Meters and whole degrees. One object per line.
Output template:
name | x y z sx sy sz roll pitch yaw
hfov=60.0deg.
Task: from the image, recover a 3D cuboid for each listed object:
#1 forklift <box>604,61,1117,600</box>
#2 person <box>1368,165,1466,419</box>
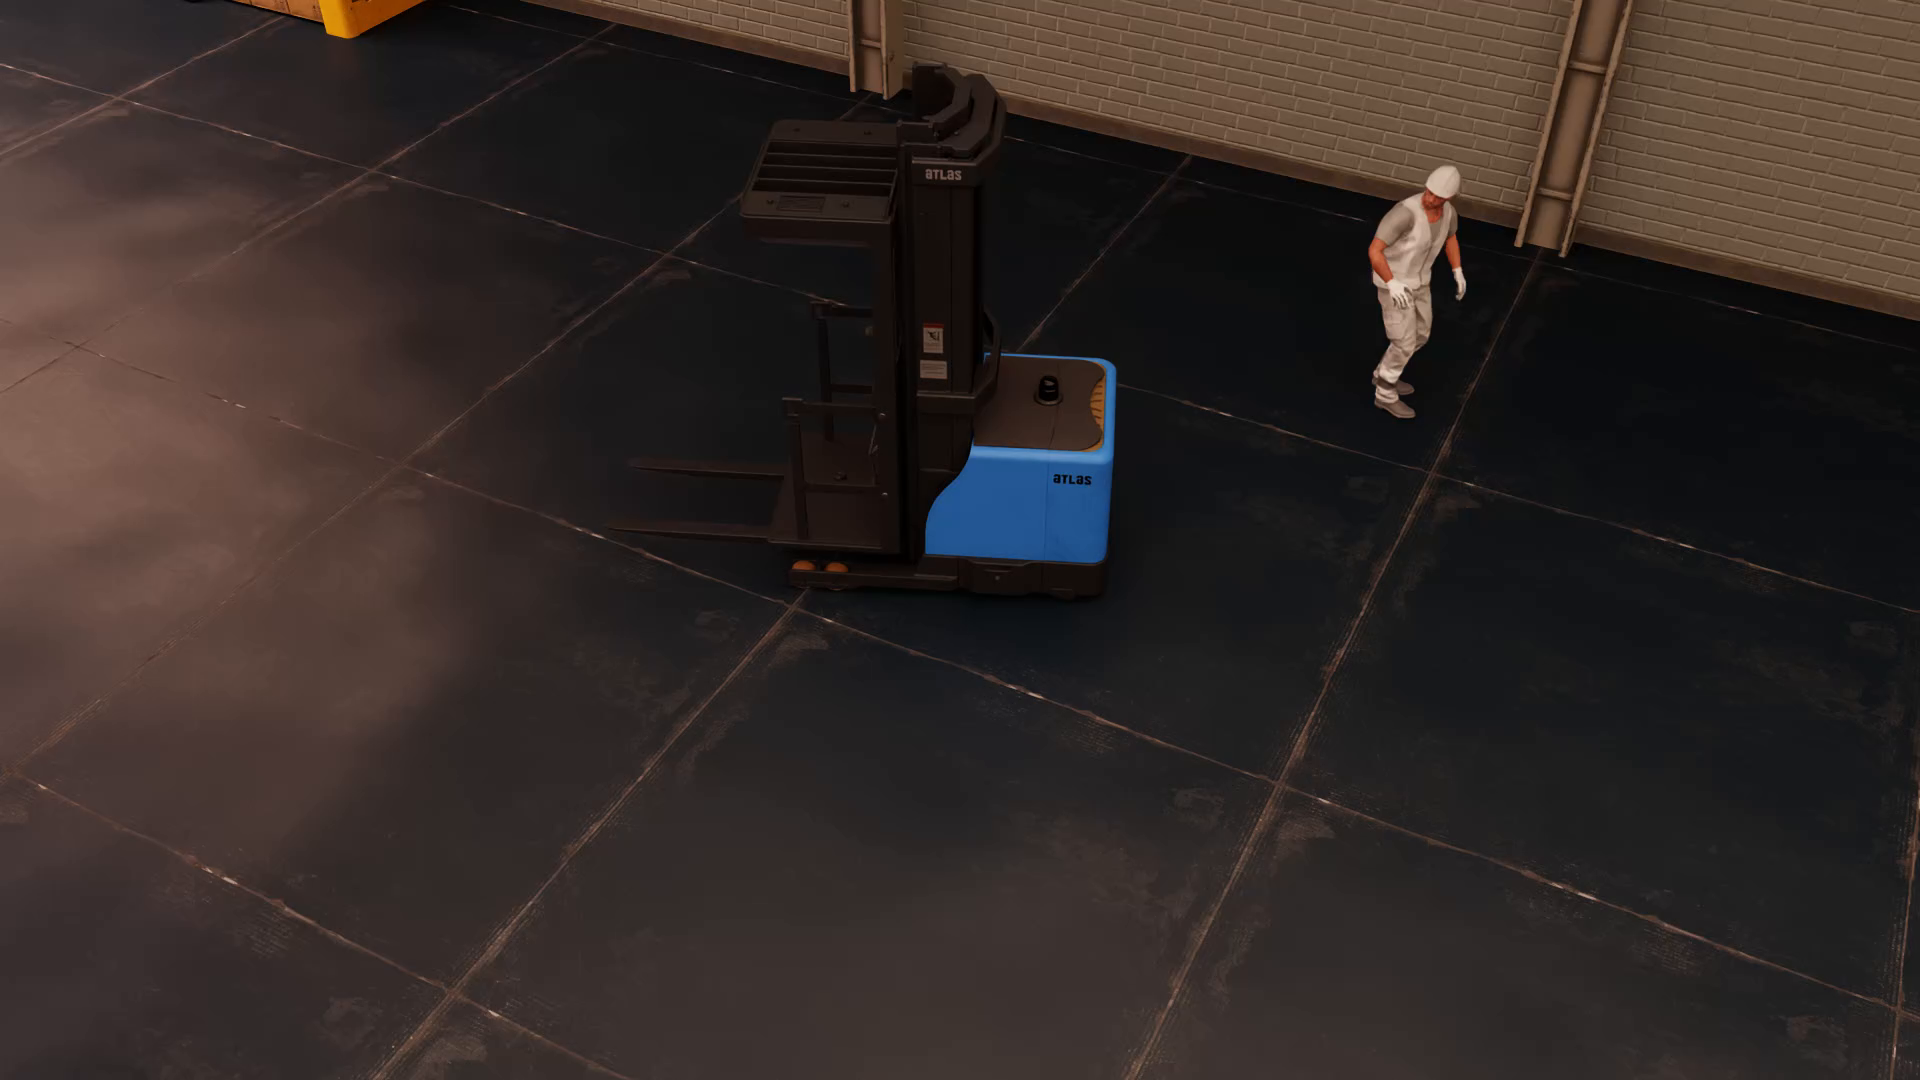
forklift | -0.606 -1.157 9.360 3.031 2.935 1.130 3 40 4
person | 2.996 -1.651 10.878 0.740 1.741 0.512 -28 48 -29
